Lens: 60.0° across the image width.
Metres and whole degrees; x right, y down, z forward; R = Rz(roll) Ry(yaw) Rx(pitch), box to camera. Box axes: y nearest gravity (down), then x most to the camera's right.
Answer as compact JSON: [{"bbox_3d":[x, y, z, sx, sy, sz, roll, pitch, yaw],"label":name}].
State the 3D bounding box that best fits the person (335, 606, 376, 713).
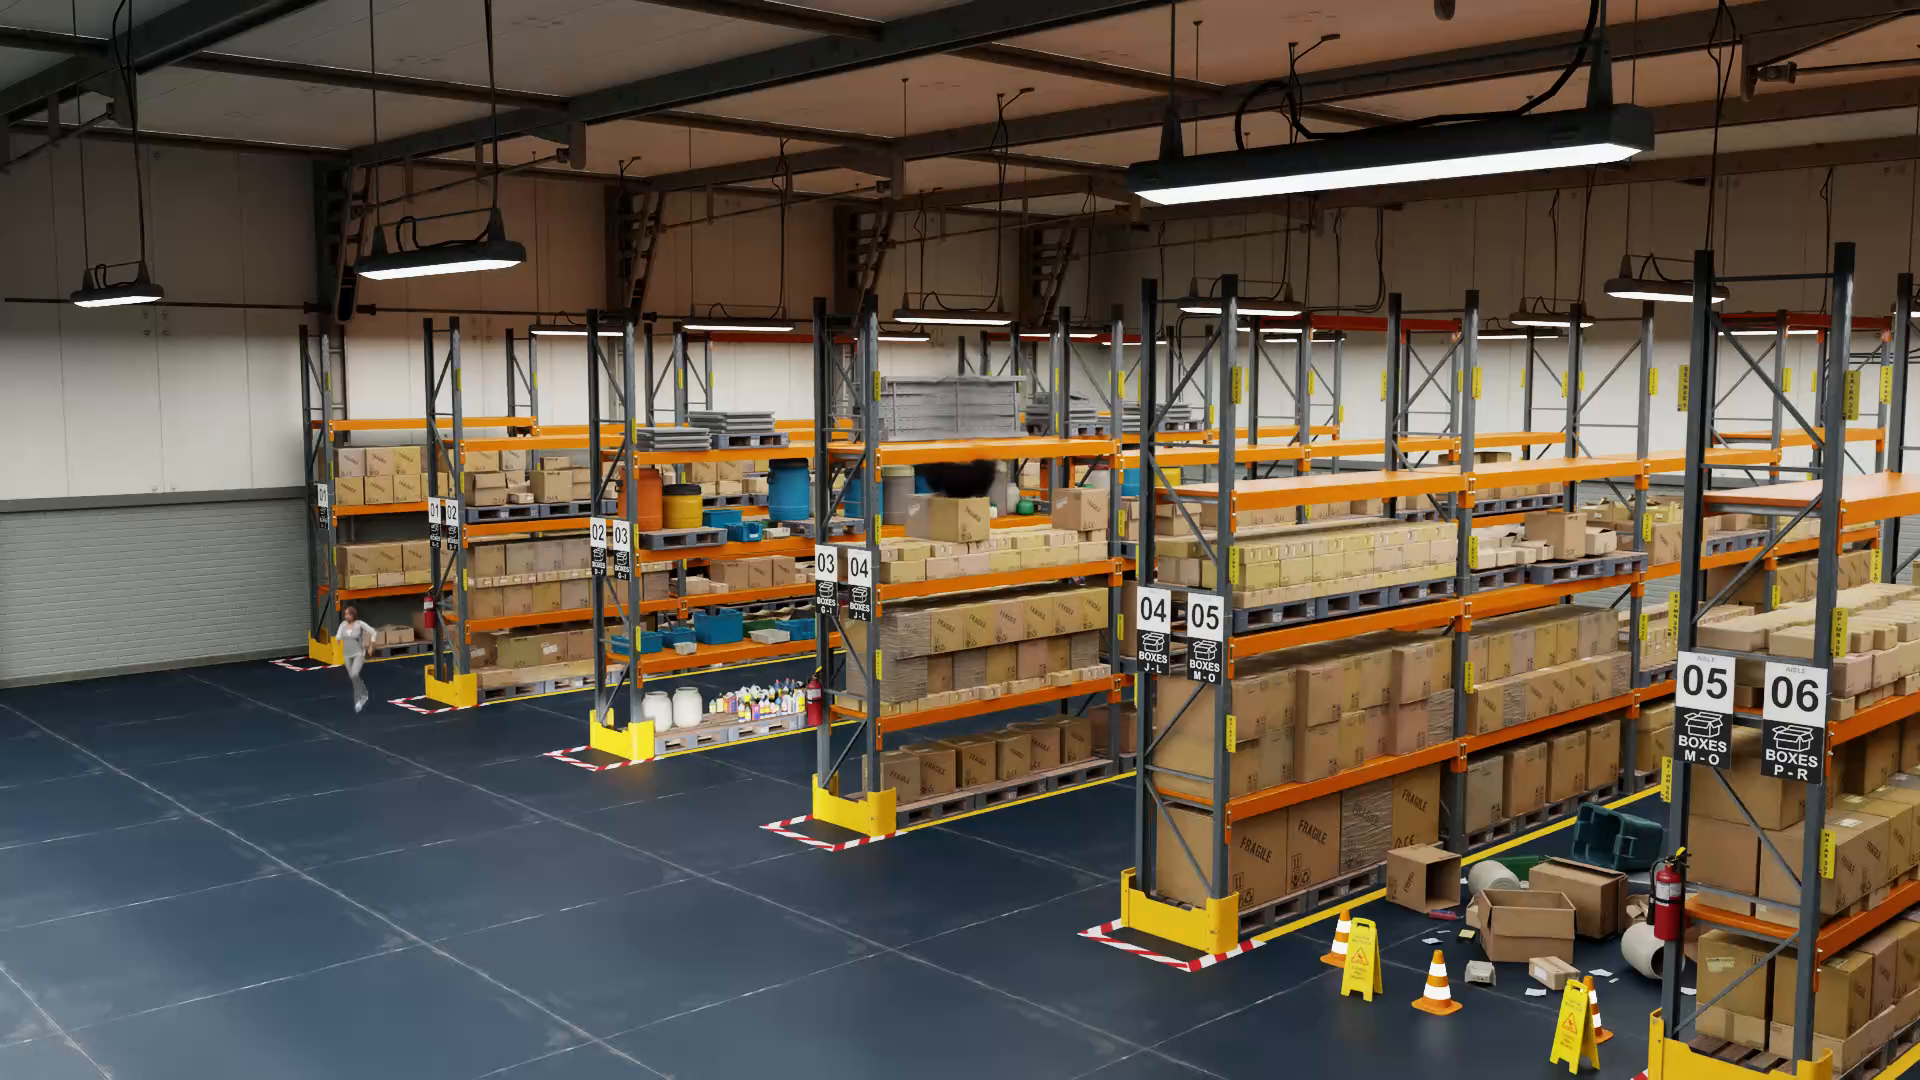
[{"bbox_3d":[-9.281,1.807,25.503,0.565,1.609,0.745,1,6,8],"label":"person"}]
